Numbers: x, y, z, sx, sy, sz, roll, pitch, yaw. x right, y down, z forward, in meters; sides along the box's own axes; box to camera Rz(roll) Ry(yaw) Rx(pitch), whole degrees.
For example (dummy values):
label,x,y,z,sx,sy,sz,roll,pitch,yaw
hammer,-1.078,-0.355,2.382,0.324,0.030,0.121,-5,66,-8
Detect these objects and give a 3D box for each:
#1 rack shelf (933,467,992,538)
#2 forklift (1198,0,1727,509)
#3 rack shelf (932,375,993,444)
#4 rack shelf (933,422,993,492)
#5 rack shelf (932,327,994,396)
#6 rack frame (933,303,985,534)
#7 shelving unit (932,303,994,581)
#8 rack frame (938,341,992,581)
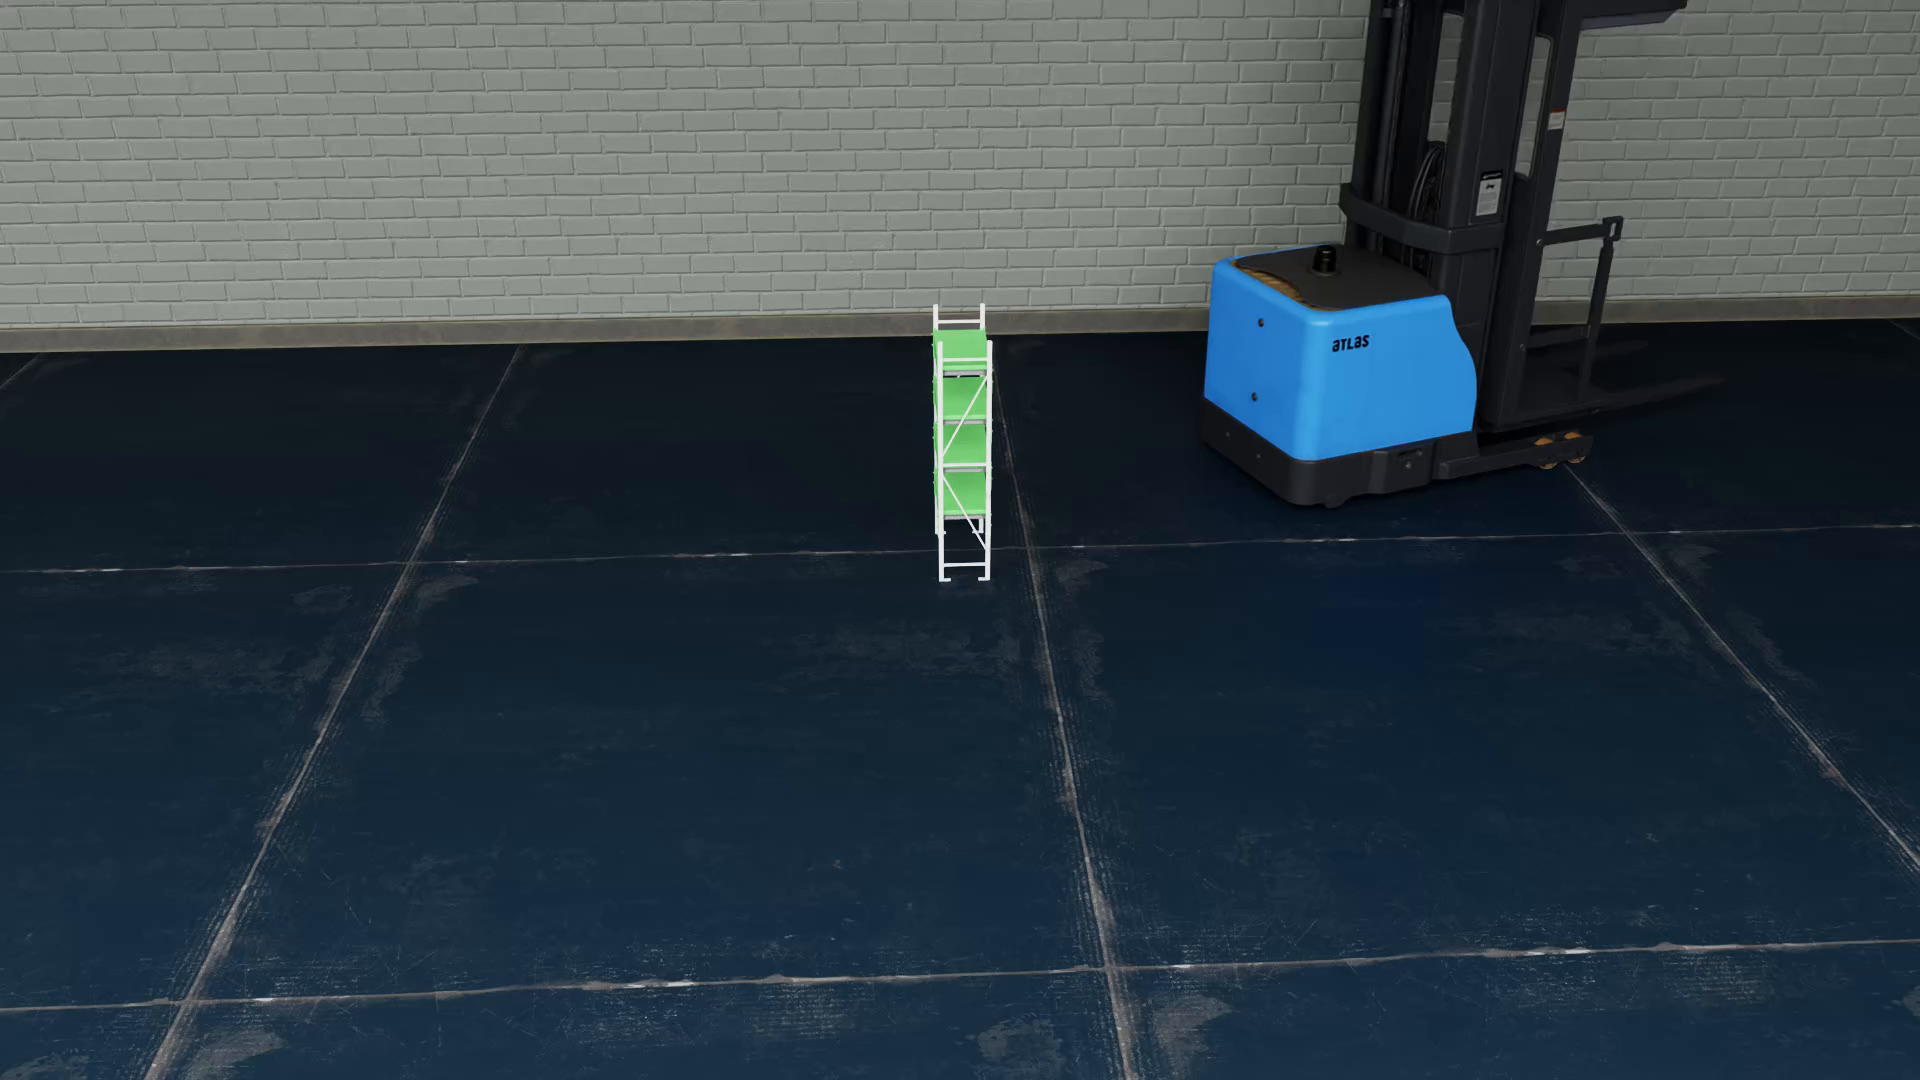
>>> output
label,x,y,z,sx,sy,sz,roll,pitch,yaw
rack shelf,0.009,-0.186,7.966,0.258,0.148,0.480,-1,28,-3
forklift,2.882,-1.894,8.711,3.031,2.935,1.130,-11,30,-21
rack shelf,0.009,-0.612,7.745,0.258,0.148,0.480,-1,28,-3
rack shelf,0.009,-0.399,7.856,0.258,0.148,0.480,-1,28,-3
rack shelf,0.009,-0.824,7.634,0.258,0.148,0.480,-1,28,-3
rack frame,-0.004,-0.568,8.042,0.240,1.200,0.015,-1,28,-3
shelving unit,0.009,-0.456,7.826,0.258,1.200,0.503,-1,28,-3
rack frame,0.021,-0.343,7.610,0.240,1.200,0.015,-1,28,-3
